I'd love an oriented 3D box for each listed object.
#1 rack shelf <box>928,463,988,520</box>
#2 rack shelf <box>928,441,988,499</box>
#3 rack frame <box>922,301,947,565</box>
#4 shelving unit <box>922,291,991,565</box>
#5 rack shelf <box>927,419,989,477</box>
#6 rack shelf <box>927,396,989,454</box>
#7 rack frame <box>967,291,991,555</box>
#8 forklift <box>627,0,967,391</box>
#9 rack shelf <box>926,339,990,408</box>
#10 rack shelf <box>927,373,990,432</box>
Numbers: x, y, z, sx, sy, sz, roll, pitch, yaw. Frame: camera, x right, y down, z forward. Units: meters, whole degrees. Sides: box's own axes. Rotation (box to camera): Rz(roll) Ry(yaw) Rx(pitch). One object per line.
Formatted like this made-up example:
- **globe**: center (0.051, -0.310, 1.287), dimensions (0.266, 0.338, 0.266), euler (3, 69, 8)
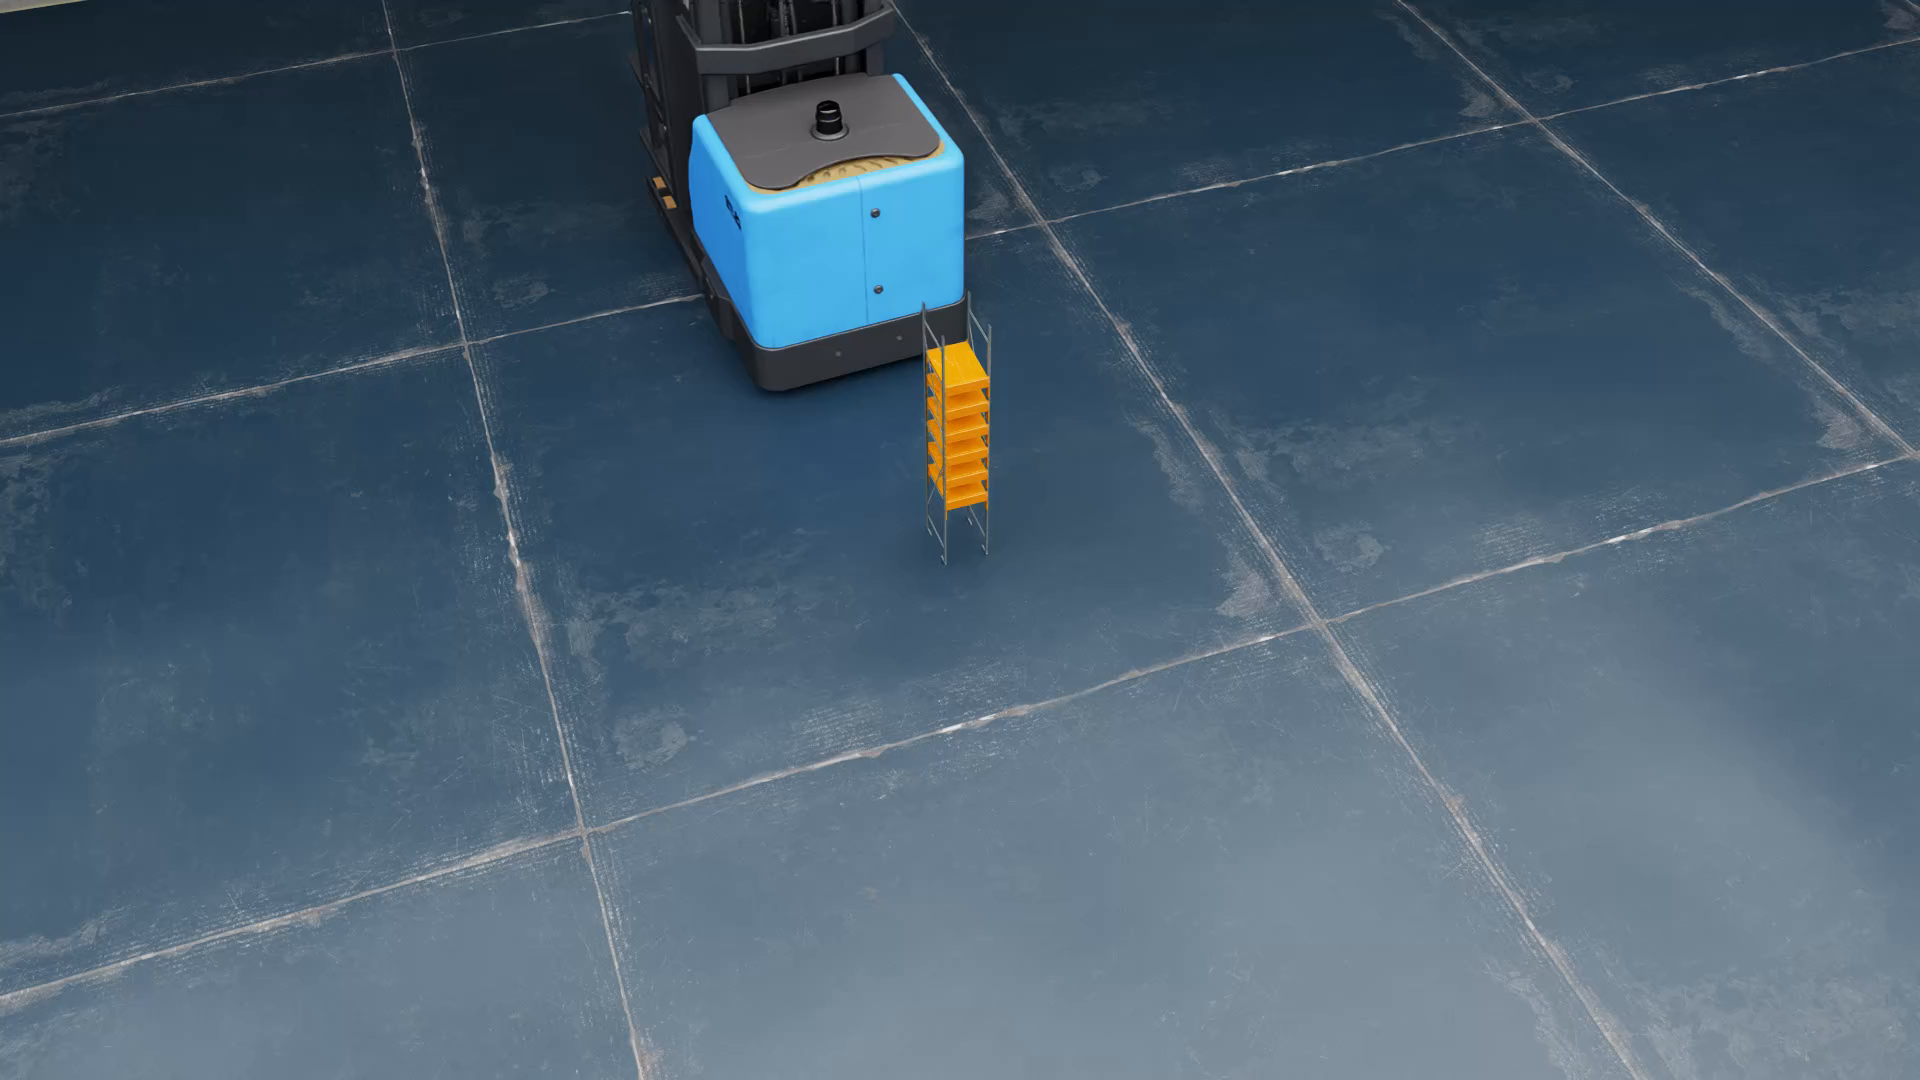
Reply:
- **rack shelf**: center (-0.014, -0.219, 6.832), dimensions (0.180, 0.103, 0.258), euler (-14, 47, -14)
- **rack shelf**: center (-0.014, -0.304, 6.747), dimensions (0.180, 0.103, 0.258), euler (-14, 47, -14)
- **rack frame**: center (-0.100, -0.398, 6.609), dimensions (0.006, 1.200, 0.240), euler (-14, 47, -14)
- **shelving unit**: center (-0.014, -0.420, 6.631), dimensions (0.189, 1.200, 0.258), euler (-14, 47, -14)
- **rack shelf**: center (-0.014, -0.389, 6.662), dimensions (0.180, 0.103, 0.258), euler (-14, 47, -14)
- **rack shelf**: center (-0.014, -0.473, 6.577), dimensions (0.180, 0.103, 0.258), euler (-14, 47, -14)
- **rack frame**: center (0.072, -0.442, 6.653), dimensions (0.006, 1.200, 0.240), euler (-14, 47, -14)
- **forklift**: center (-1.005, -2.776, 7.756), dimensions (1.130, 2.935, 3.031), euler (-17, 47, -16)
- **rack shelf**: center (-0.014, -0.643, 6.407), dimensions (0.180, 0.103, 0.258), euler (-14, 47, -14)
- **rack shelf**: center (-0.014, -0.558, 6.492), dimensions (0.180, 0.103, 0.258), euler (-14, 47, -14)
